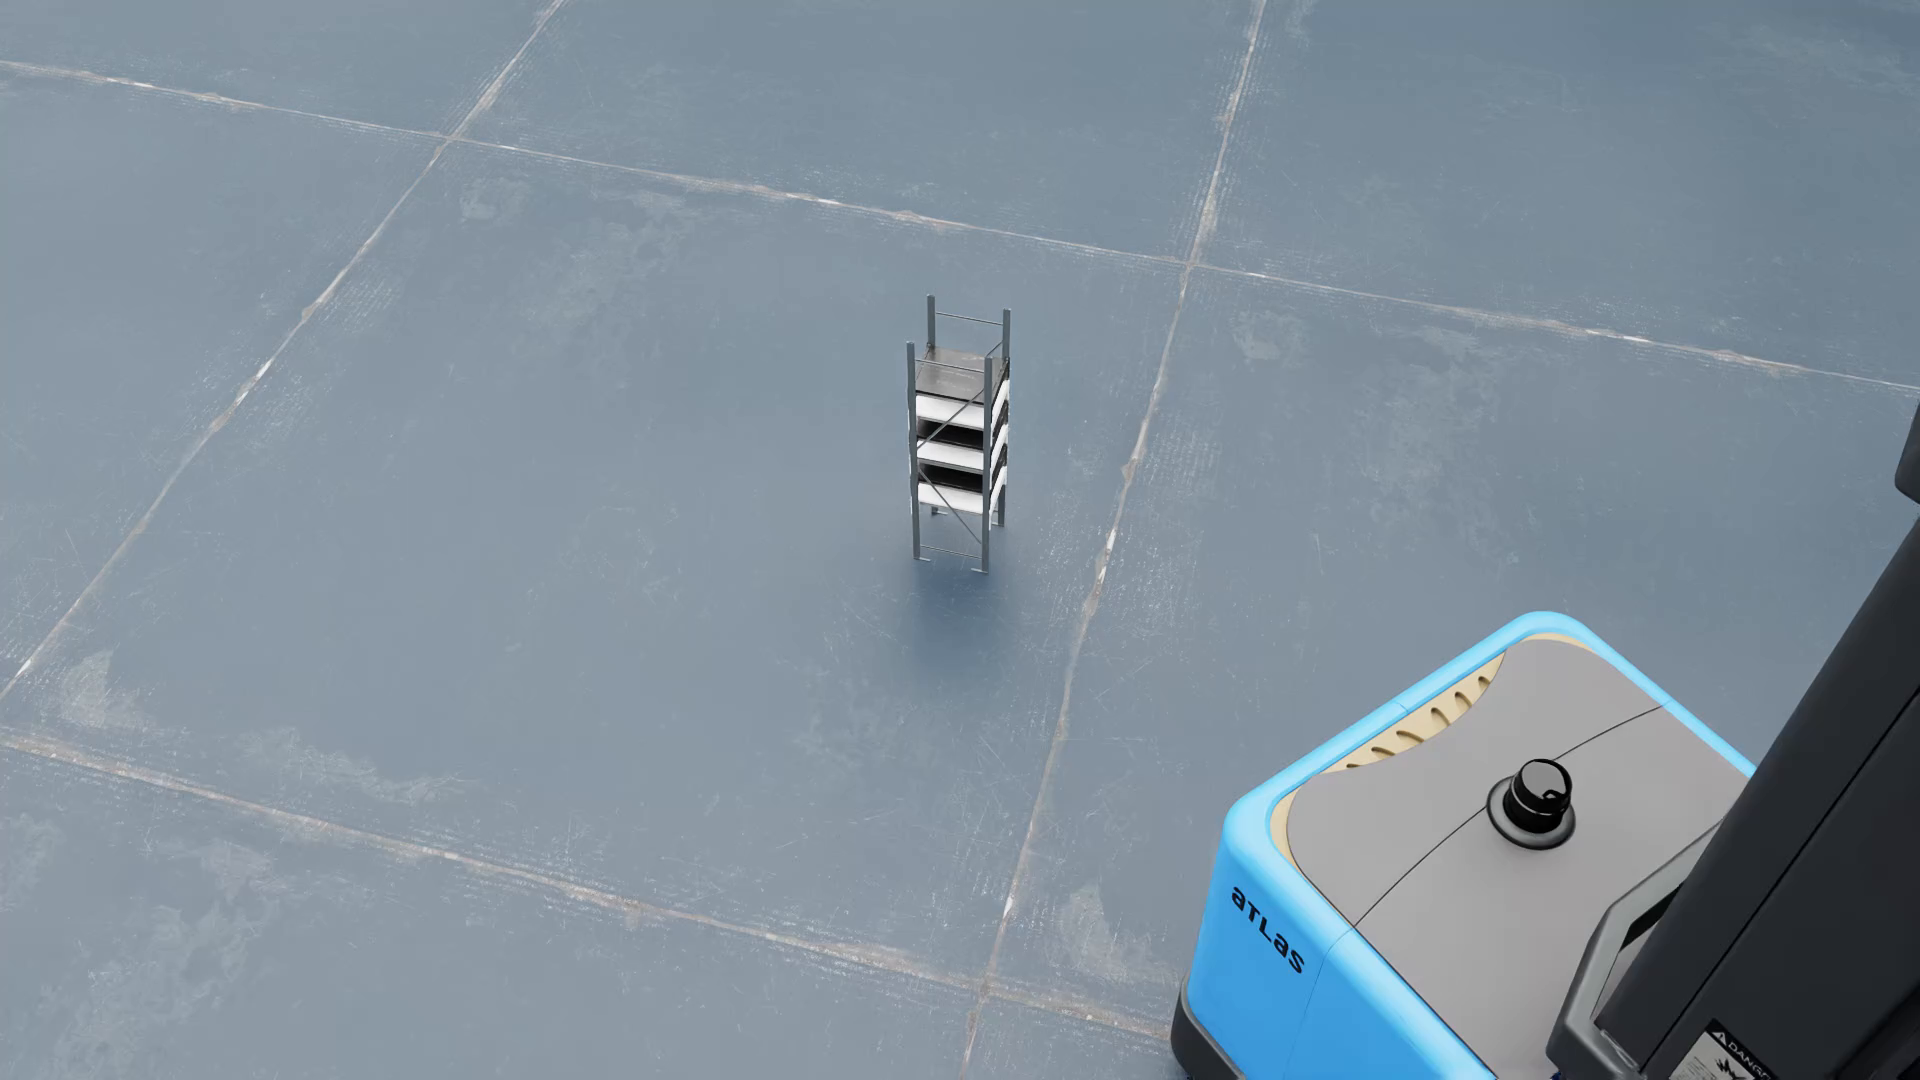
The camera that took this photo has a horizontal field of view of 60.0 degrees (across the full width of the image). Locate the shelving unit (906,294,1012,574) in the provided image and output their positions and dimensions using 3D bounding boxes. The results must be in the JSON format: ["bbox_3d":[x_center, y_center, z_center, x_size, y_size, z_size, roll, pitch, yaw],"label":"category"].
[{"bbox_3d":[-0.002,-0.292,4.907,0.258,0.900,0.210,12,50,10],"label":"shelving unit"}]

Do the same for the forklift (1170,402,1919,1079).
[{"bbox_3d":[1.774,0.987,2.424,1.130,2.935,3.031,-28,54,-22],"label":"forklift"}]

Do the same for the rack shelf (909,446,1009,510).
[{"bbox_3d":[-0.002,-0.210,5.000,0.258,0.077,0.200,12,50,10],"label":"rack shelf"}]

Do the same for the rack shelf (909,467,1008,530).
[{"bbox_3d":[-0.002,-0.151,5.067,0.258,0.077,0.200,12,50,10],"label":"rack shelf"}]

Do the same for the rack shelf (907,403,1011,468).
[{"bbox_3d":[-0.002,-0.329,4.865,0.258,0.077,0.200,12,50,10],"label":"rack shelf"}]

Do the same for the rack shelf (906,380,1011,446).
[{"bbox_3d":[-0.002,-0.389,4.797,0.258,0.077,0.200,12,50,10],"label":"rack shelf"}]

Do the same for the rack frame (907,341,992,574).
[{"bbox_3d":[-0.029,-0.218,4.843,0.240,0.900,0.006,12,50,10],"label":"rack frame"}]

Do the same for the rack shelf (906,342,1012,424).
[{"bbox_3d":[-0.002,-0.449,4.730,0.258,0.077,0.200,12,50,10],"label":"rack shelf"}]

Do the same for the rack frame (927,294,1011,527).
[{"bbox_3d":[0.025,-0.365,4.972,0.240,0.900,0.006,12,50,10],"label":"rack frame"}]

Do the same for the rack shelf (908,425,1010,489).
[{"bbox_3d":[-0.002,-0.270,4.932,0.258,0.077,0.200,12,50,10],"label":"rack shelf"}]
